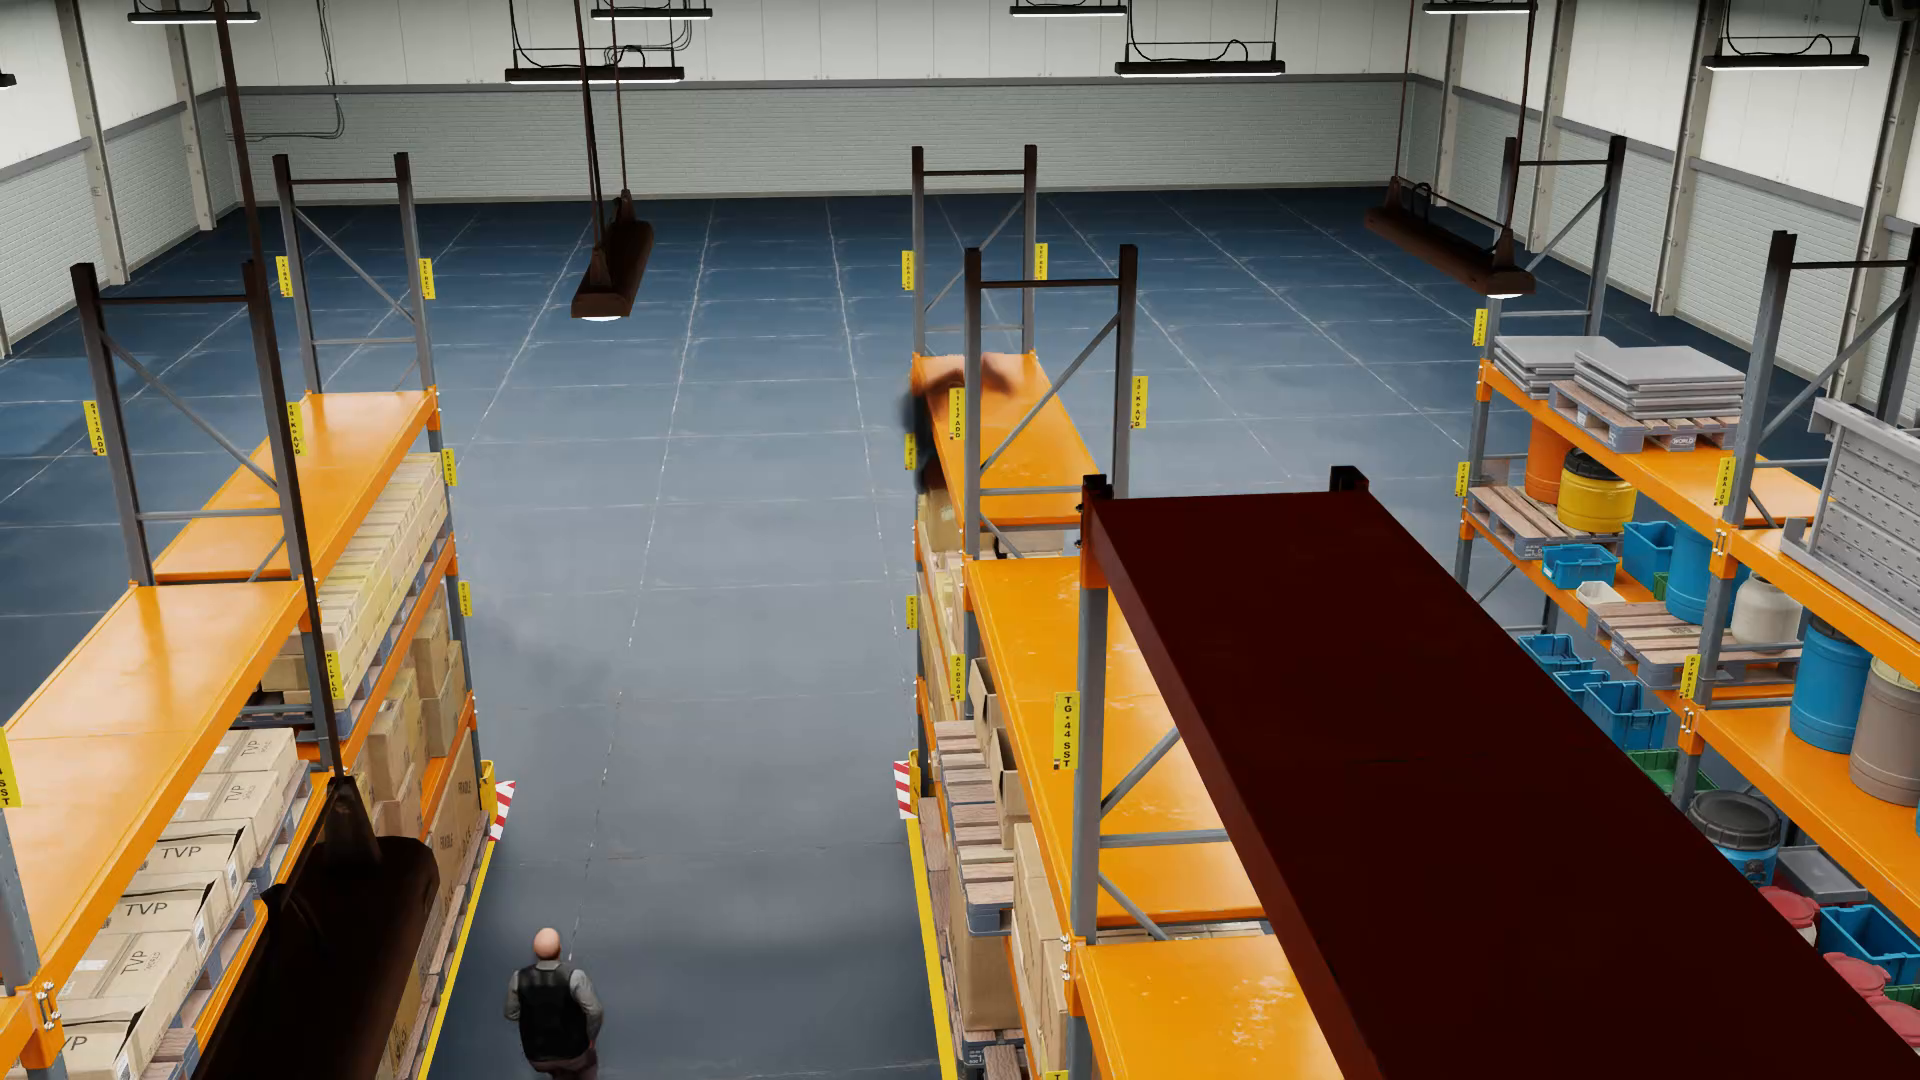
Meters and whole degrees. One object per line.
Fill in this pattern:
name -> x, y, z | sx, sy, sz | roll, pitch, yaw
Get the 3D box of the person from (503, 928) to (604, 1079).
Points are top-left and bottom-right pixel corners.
person -> -2.614, 3.261, 10.867 | 0.664, 1.639, 0.584 | -2, 22, -4
